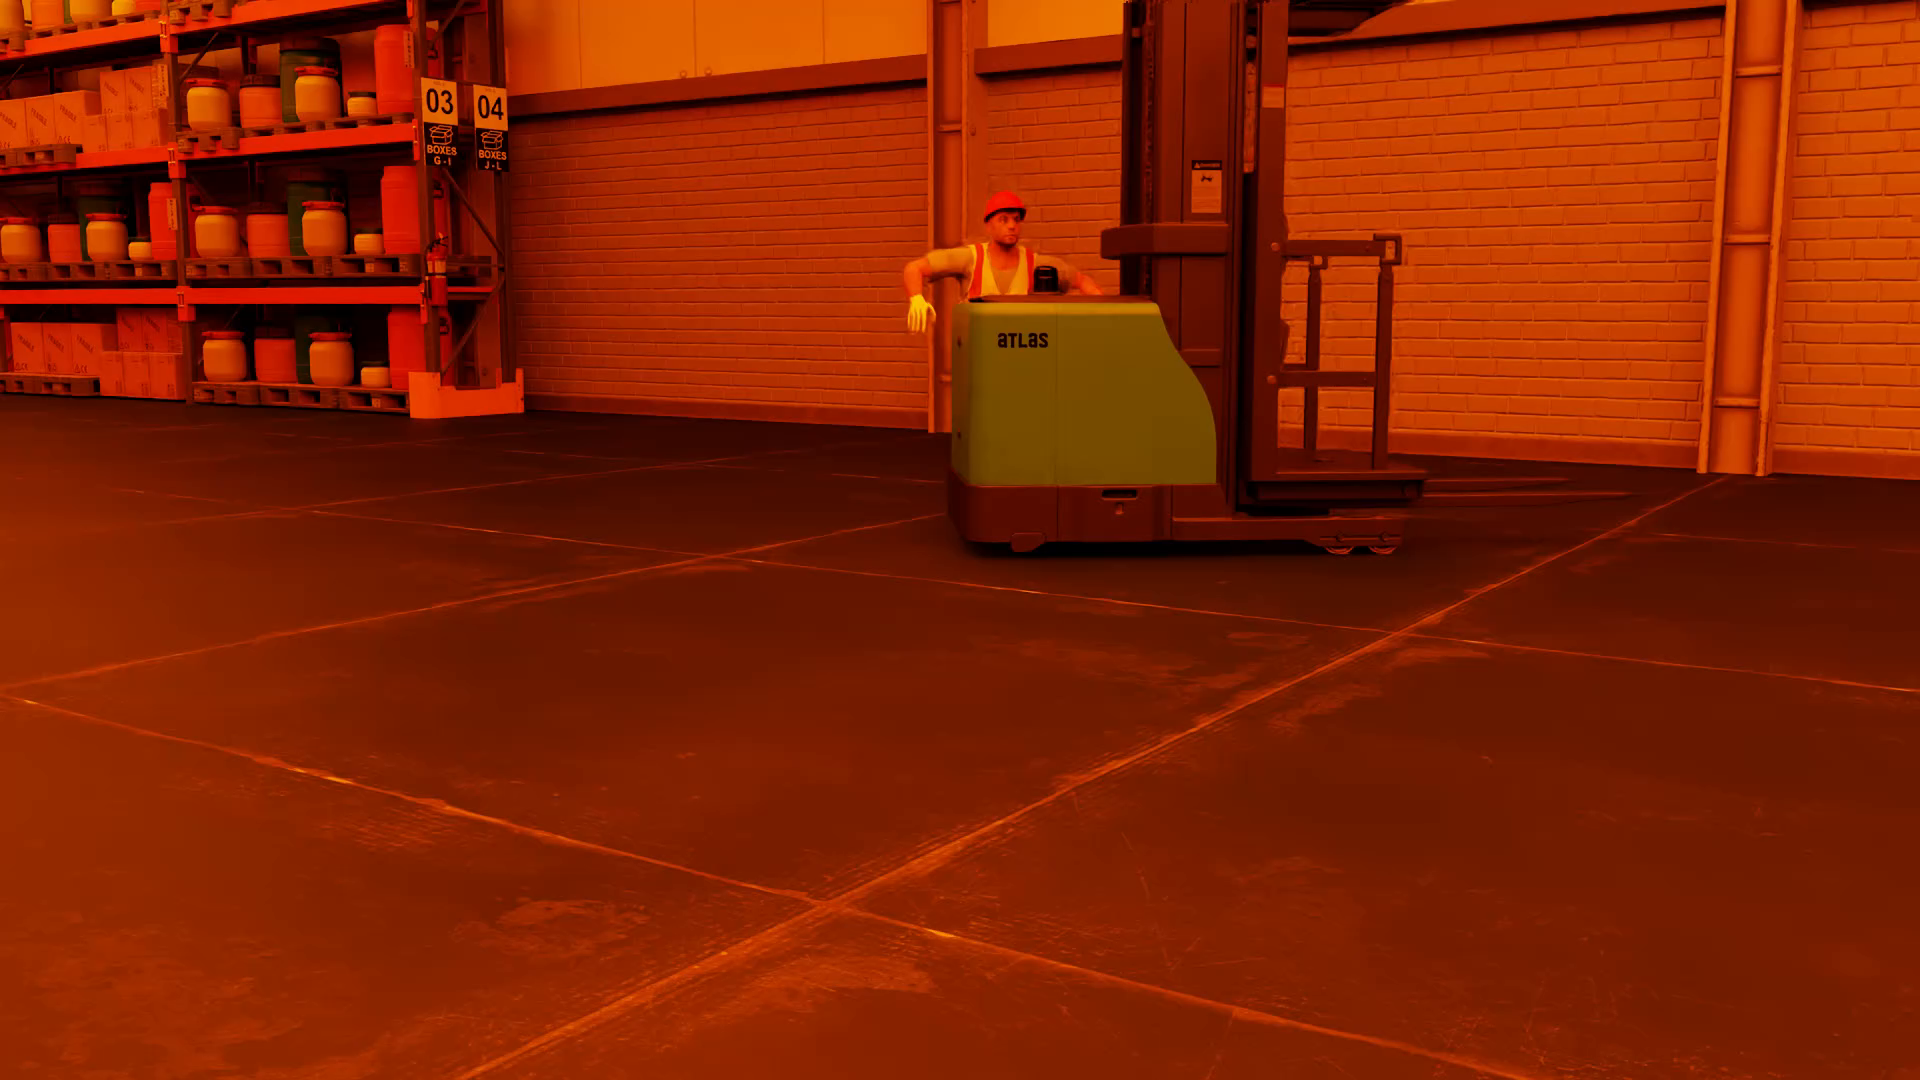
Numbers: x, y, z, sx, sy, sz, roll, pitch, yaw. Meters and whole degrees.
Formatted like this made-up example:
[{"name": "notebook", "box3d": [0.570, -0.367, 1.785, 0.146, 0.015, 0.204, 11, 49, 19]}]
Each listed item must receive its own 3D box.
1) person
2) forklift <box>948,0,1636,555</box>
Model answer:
[{"name": "person", "box3d": [0.284, -0.889, 8.126, 1.106, 1.629, 0.829, -2, 8, -13]}, {"name": "forklift", "box3d": [1.493, -1.460, 7.460, 3.031, 2.935, 1.130, -1, 8, -5]}]
